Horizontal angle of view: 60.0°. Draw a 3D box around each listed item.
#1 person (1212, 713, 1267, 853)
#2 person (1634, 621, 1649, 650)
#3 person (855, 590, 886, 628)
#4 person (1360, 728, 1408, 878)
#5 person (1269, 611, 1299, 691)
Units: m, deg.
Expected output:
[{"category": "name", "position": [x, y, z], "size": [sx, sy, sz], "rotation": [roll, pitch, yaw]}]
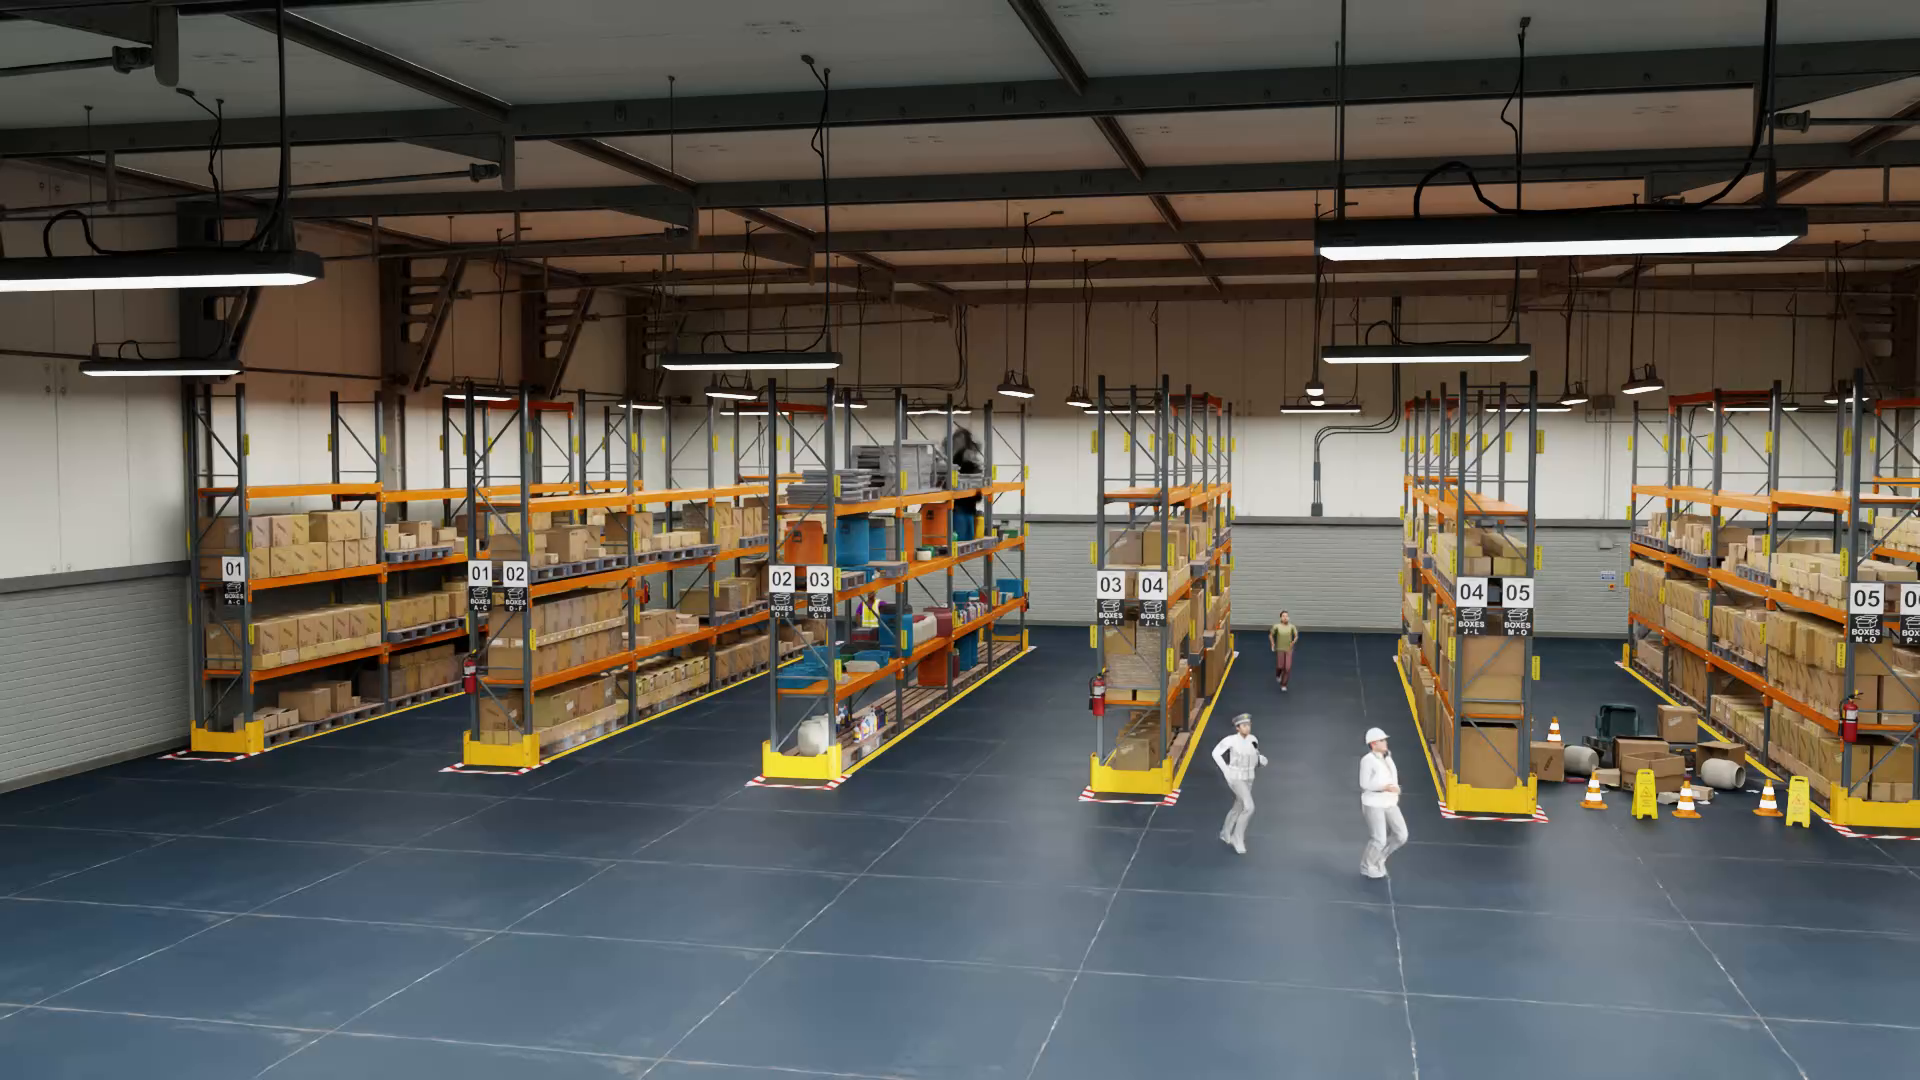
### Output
[{"category": "person", "position": [3.501, 2.997, 20.559], "size": [0.579, 1.740, 0.689], "rotation": [-2, 4, -35]}, {"category": "person", "position": [15.885, 1.975, 38.673], "size": [0.845, 1.709, 0.637], "rotation": [3, 4, 40]}, {"category": "person", "position": [-1.856, 1.846, 34.995], "size": [0.753, 1.735, 0.557], "rotation": [1, 3, 14]}, {"category": "person", "position": [4.874, 3.033, 19.072], "size": [0.646, 1.743, 0.610], "rotation": [-3, 4, -39]}, {"category": "person", "position": [6.610, 2.256, 33.914], "size": [0.587, 1.627, 0.547], "rotation": [0, 3, 4]}]
